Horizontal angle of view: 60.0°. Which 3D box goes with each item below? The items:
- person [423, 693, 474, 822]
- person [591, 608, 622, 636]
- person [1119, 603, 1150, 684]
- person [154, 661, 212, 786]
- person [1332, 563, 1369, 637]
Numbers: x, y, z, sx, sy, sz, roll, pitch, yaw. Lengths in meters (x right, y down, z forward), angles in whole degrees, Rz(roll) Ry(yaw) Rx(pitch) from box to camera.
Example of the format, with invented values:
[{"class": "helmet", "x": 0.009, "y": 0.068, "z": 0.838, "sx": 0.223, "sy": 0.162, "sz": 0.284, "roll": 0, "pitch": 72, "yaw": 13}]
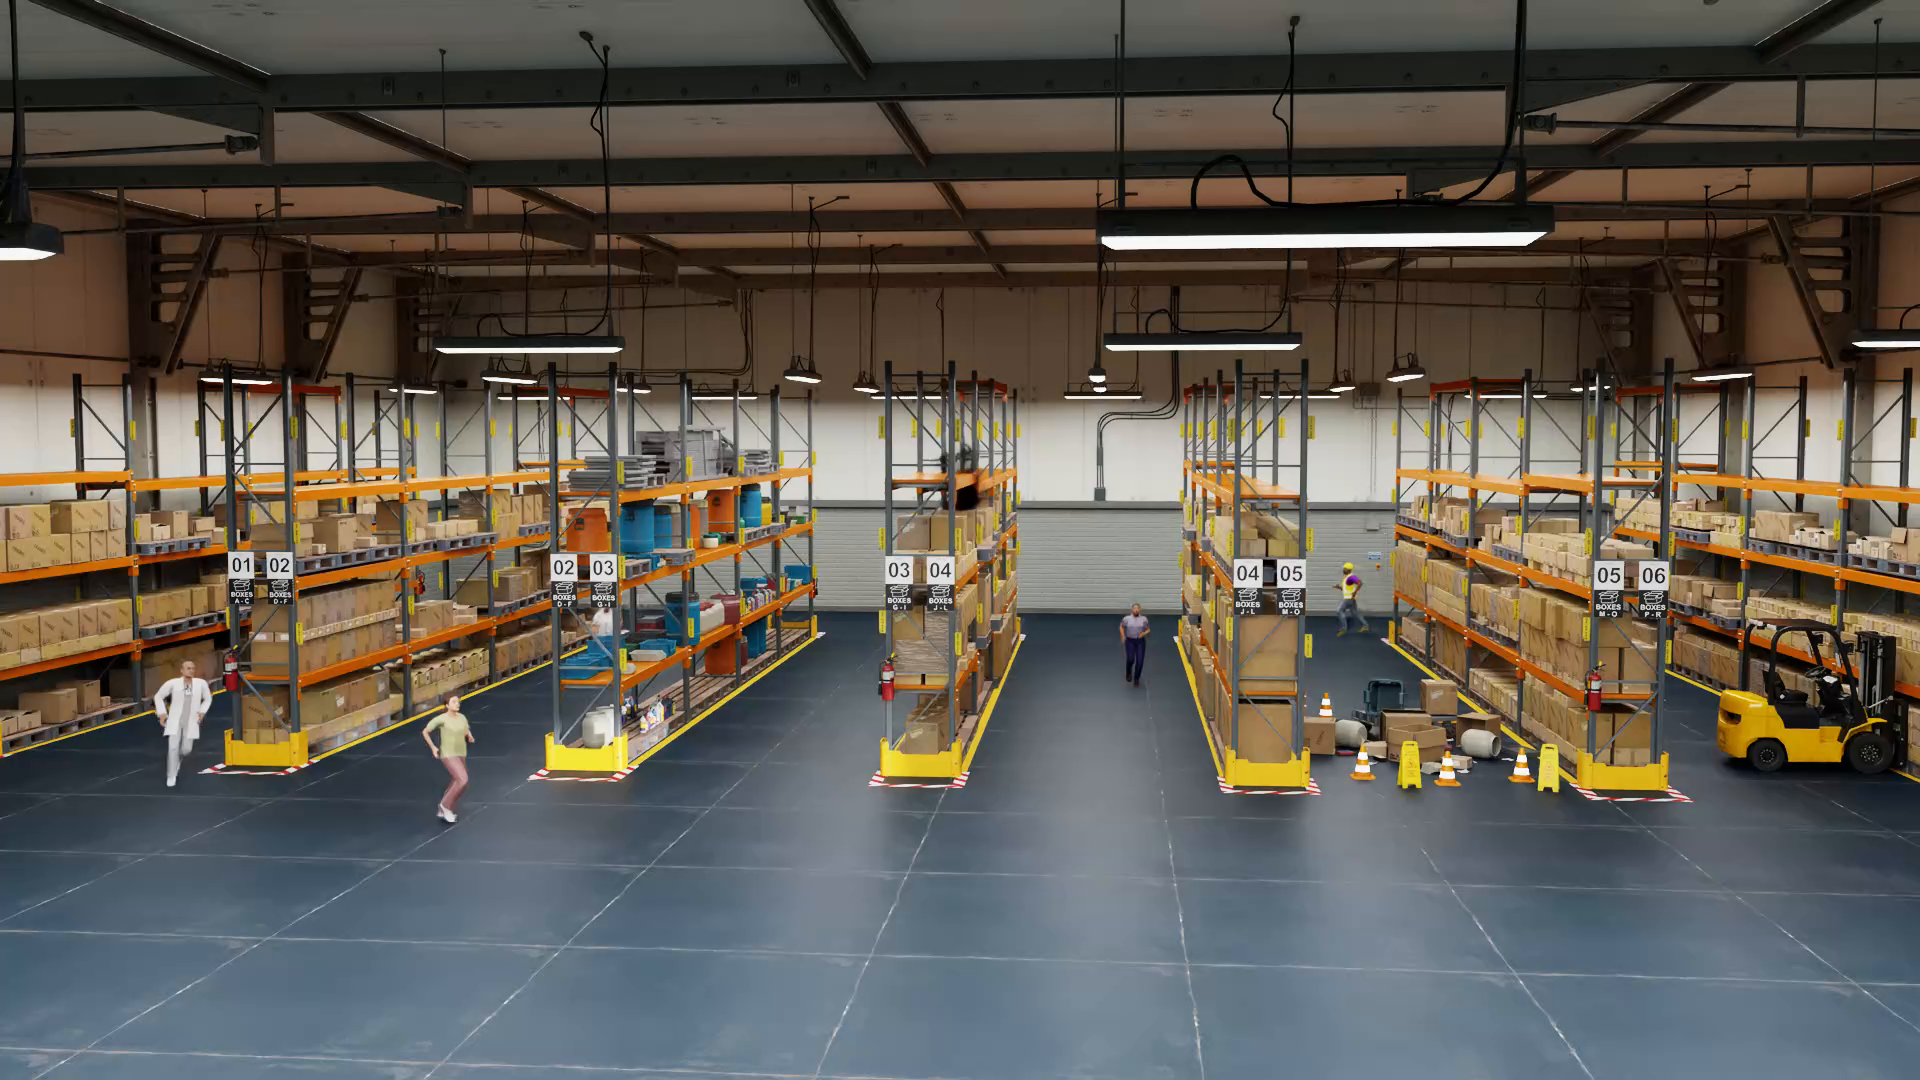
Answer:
[{"class": "person", "x": -6.444, "y": 2.769, "z": 21.193, "sx": 0.632, "sy": 1.638, "sz": 0.561, "roll": 2, "pitch": 4, "yaw": 28}, {"class": "person", "x": -7.062, "y": 1.998, "z": 33.248, "sx": 0.607, "sy": 1.658, "sz": 0.849, "roll": -1, "pitch": 4, "yaw": -9}, {"class": "person", "x": 3.440, "y": 2.054, "z": 32.628, "sx": 0.593, "sy": 1.594, "sz": 0.574, "roll": 0, "pitch": 4, "yaw": 0}, {"class": "person", "x": -11.105, "y": 2.599, "z": 23.795, "sx": 0.759, "sy": 1.742, "sz": 0.702, "roll": -2, "pitch": 4, "yaw": -31}, {"class": "person", "x": 9.514, "y": 1.466, "z": 40.452, "sx": 0.899, "sy": 1.813, "sz": 0.713, "roll": 1, "pitch": 4, "yaw": 11}]
